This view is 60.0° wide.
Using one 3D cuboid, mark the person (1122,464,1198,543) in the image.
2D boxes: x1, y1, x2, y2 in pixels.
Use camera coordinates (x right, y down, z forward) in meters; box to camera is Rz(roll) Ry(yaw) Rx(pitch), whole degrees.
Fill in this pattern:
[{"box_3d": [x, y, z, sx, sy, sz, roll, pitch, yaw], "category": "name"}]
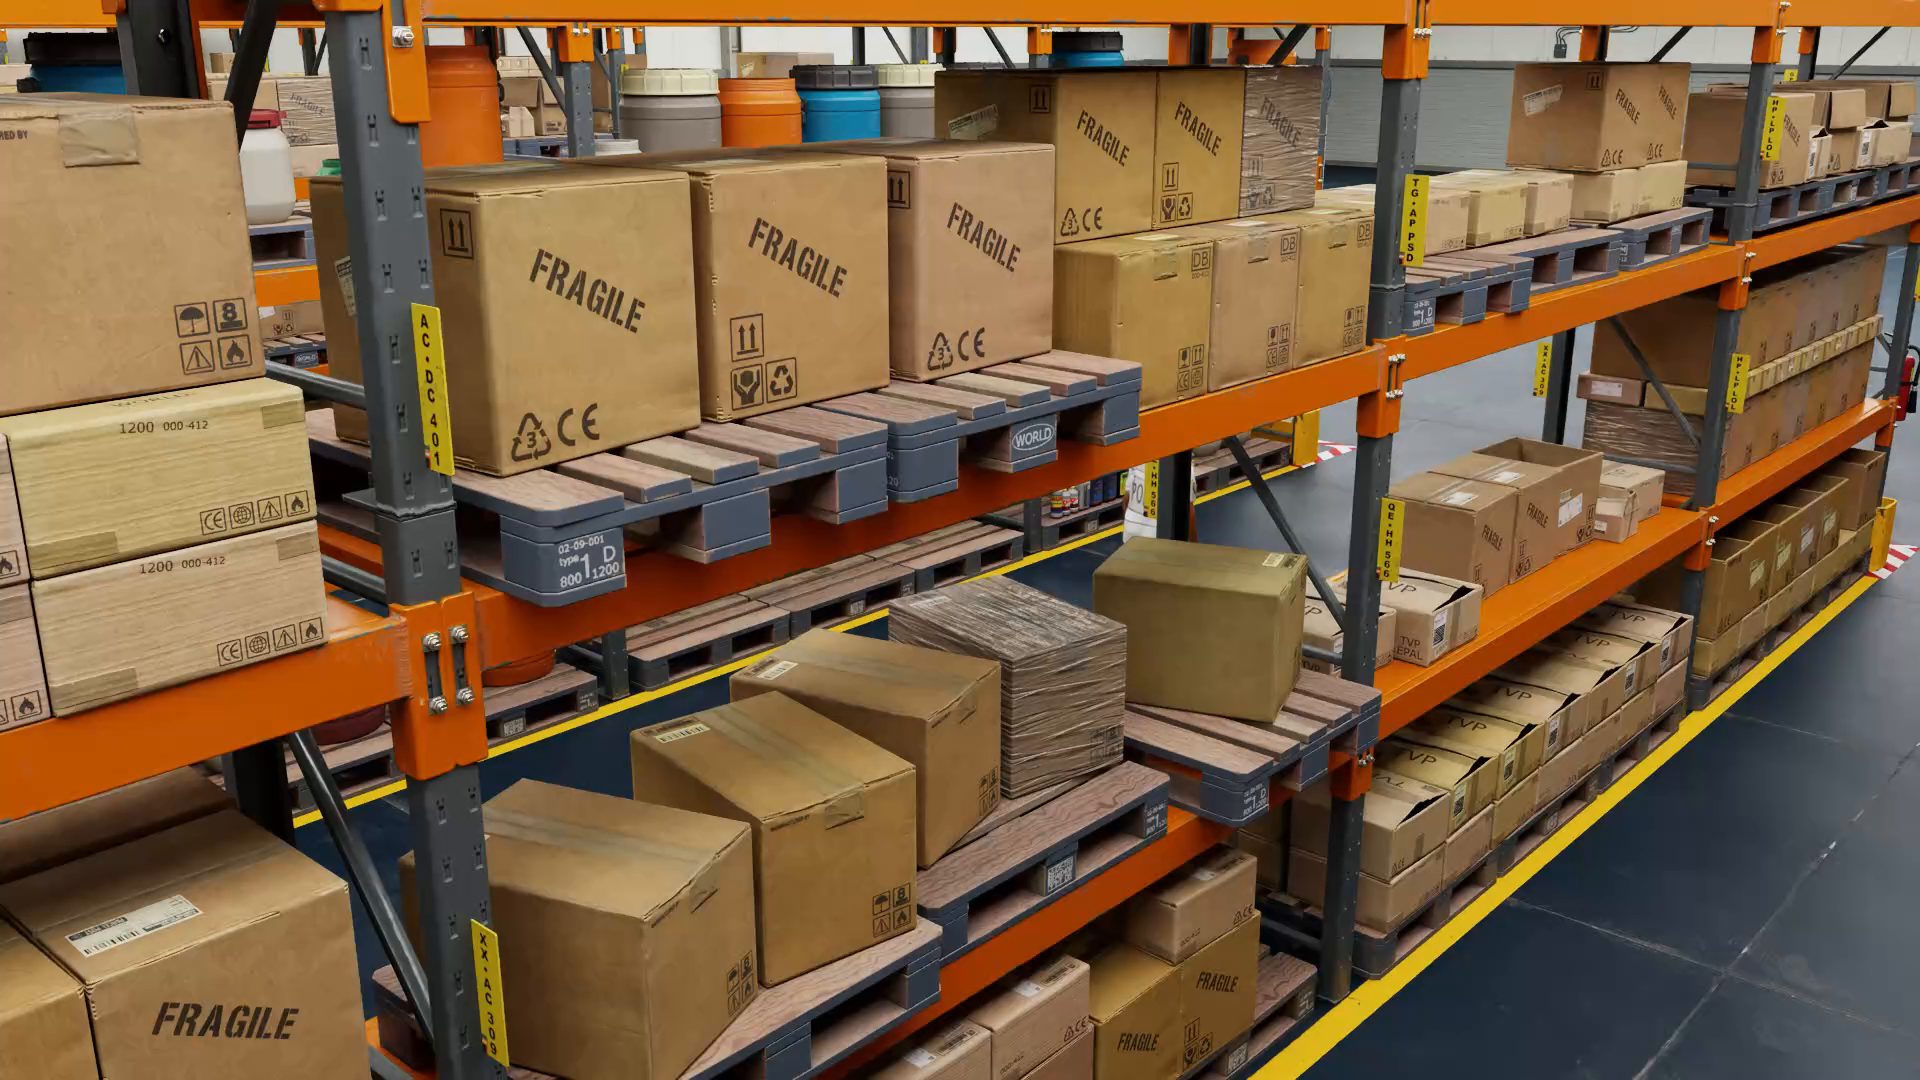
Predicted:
[{"box_3d": [1.286, 0.014, 10.489, 0.542, 1.665, 0.466, 14, 22, 37], "category": "person"}]
